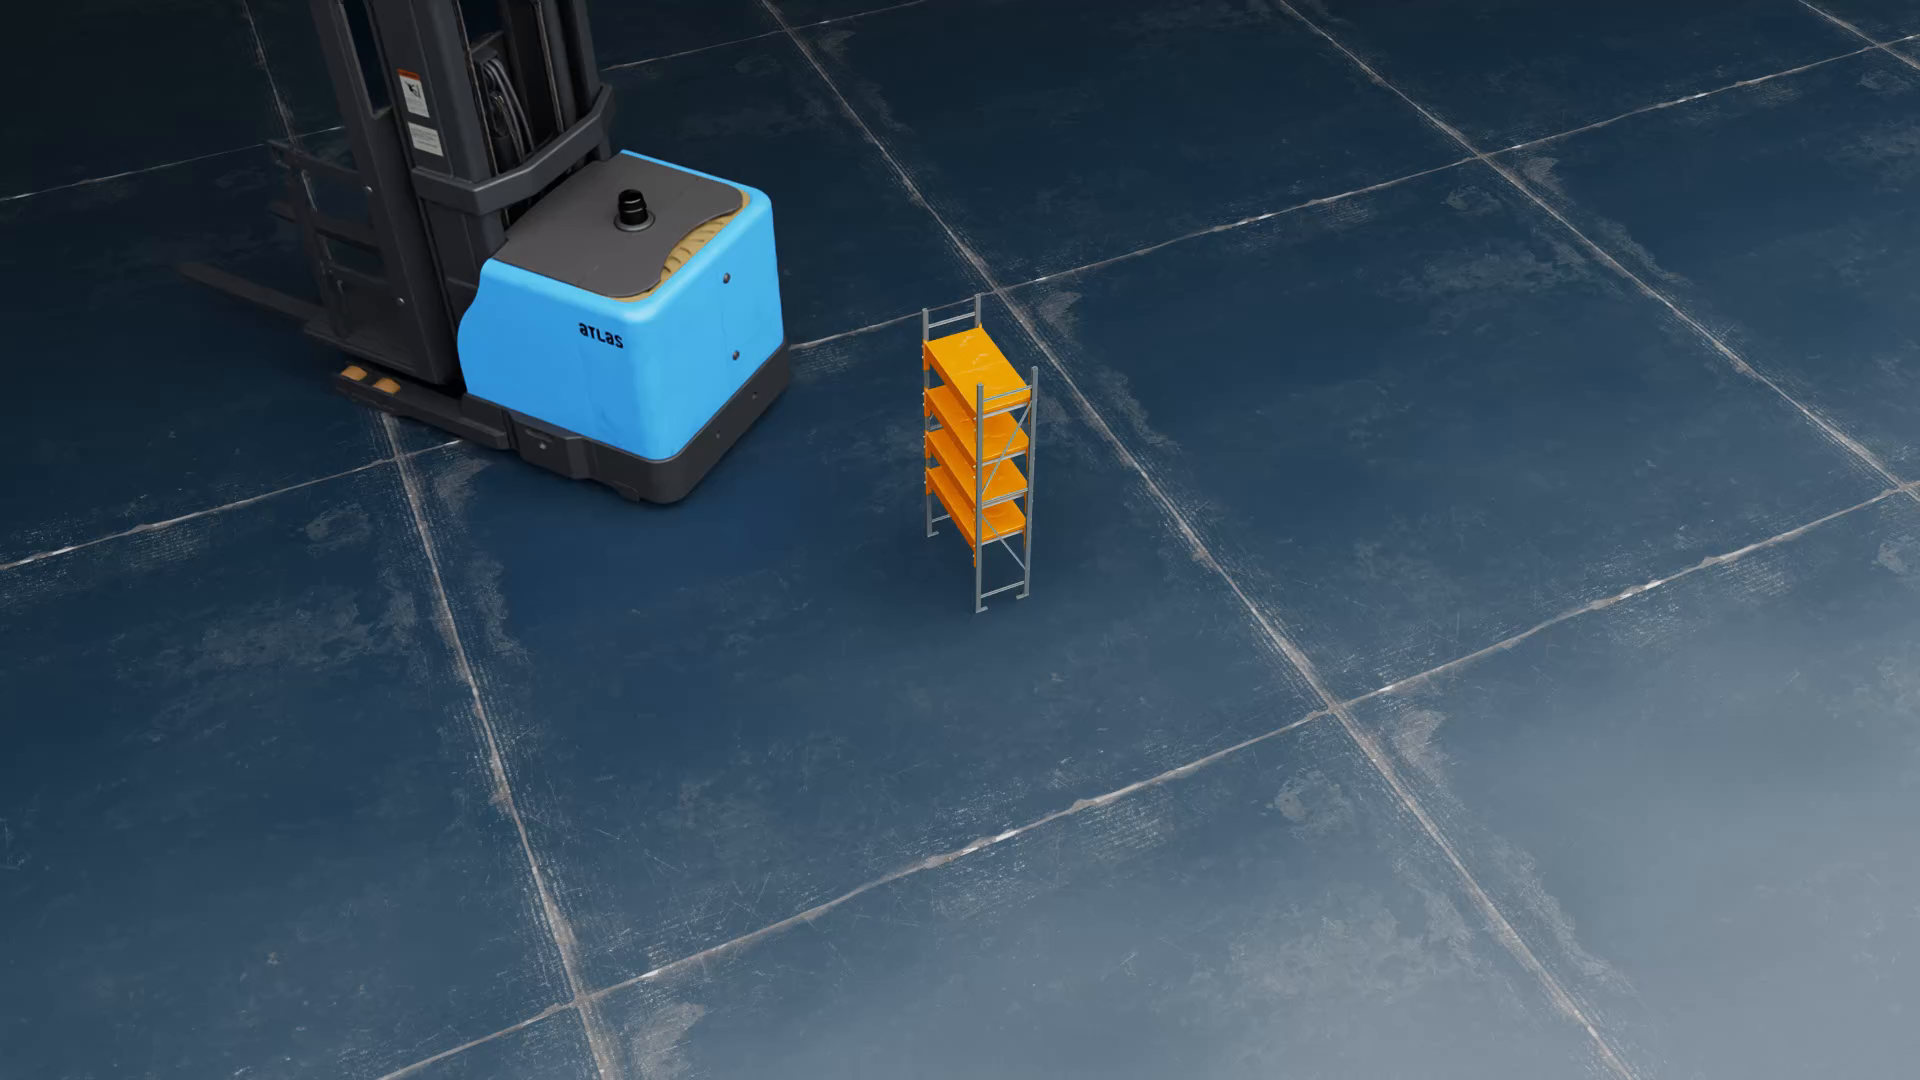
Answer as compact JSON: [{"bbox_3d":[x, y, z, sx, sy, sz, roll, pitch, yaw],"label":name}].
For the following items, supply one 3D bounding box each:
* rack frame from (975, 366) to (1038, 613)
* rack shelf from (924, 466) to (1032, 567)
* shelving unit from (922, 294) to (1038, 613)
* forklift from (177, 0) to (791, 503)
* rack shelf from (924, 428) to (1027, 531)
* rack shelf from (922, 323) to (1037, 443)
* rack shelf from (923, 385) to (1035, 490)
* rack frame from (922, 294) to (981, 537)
[{"bbox_3d":[0.172,-0.166,6.433,0.240,1.200,0.015,-18,47,-17],"label":"rack frame"},{"bbox_3d":[0.070,-0.132,6.777,0.258,0.148,0.480,-18,47,-17],"label":"rack shelf"},{"bbox_3d":[0.070,-0.322,6.591,0.258,1.200,0.503,-18,47,-17],"label":"shelving unit"},{"bbox_3d":[-2.341,-1.936,6.994,3.031,2.935,1.130,20,48,19],"label":"forklift"},{"bbox_3d":[0.070,-0.274,6.638,0.258,0.148,0.480,-18,47,-17],"label":"rack shelf"},{"bbox_3d":[0.070,-0.601,6.315,0.258,0.148,0.480,-18,47,-17],"label":"rack shelf"},{"bbox_3d":[0.070,-0.433,6.481,0.258,0.148,0.480,-18,47,-17],"label":"rack shelf"},{"bbox_3d":[-0.033,-0.477,6.748,0.240,1.200,0.015,-18,47,-17],"label":"rack frame"}]
